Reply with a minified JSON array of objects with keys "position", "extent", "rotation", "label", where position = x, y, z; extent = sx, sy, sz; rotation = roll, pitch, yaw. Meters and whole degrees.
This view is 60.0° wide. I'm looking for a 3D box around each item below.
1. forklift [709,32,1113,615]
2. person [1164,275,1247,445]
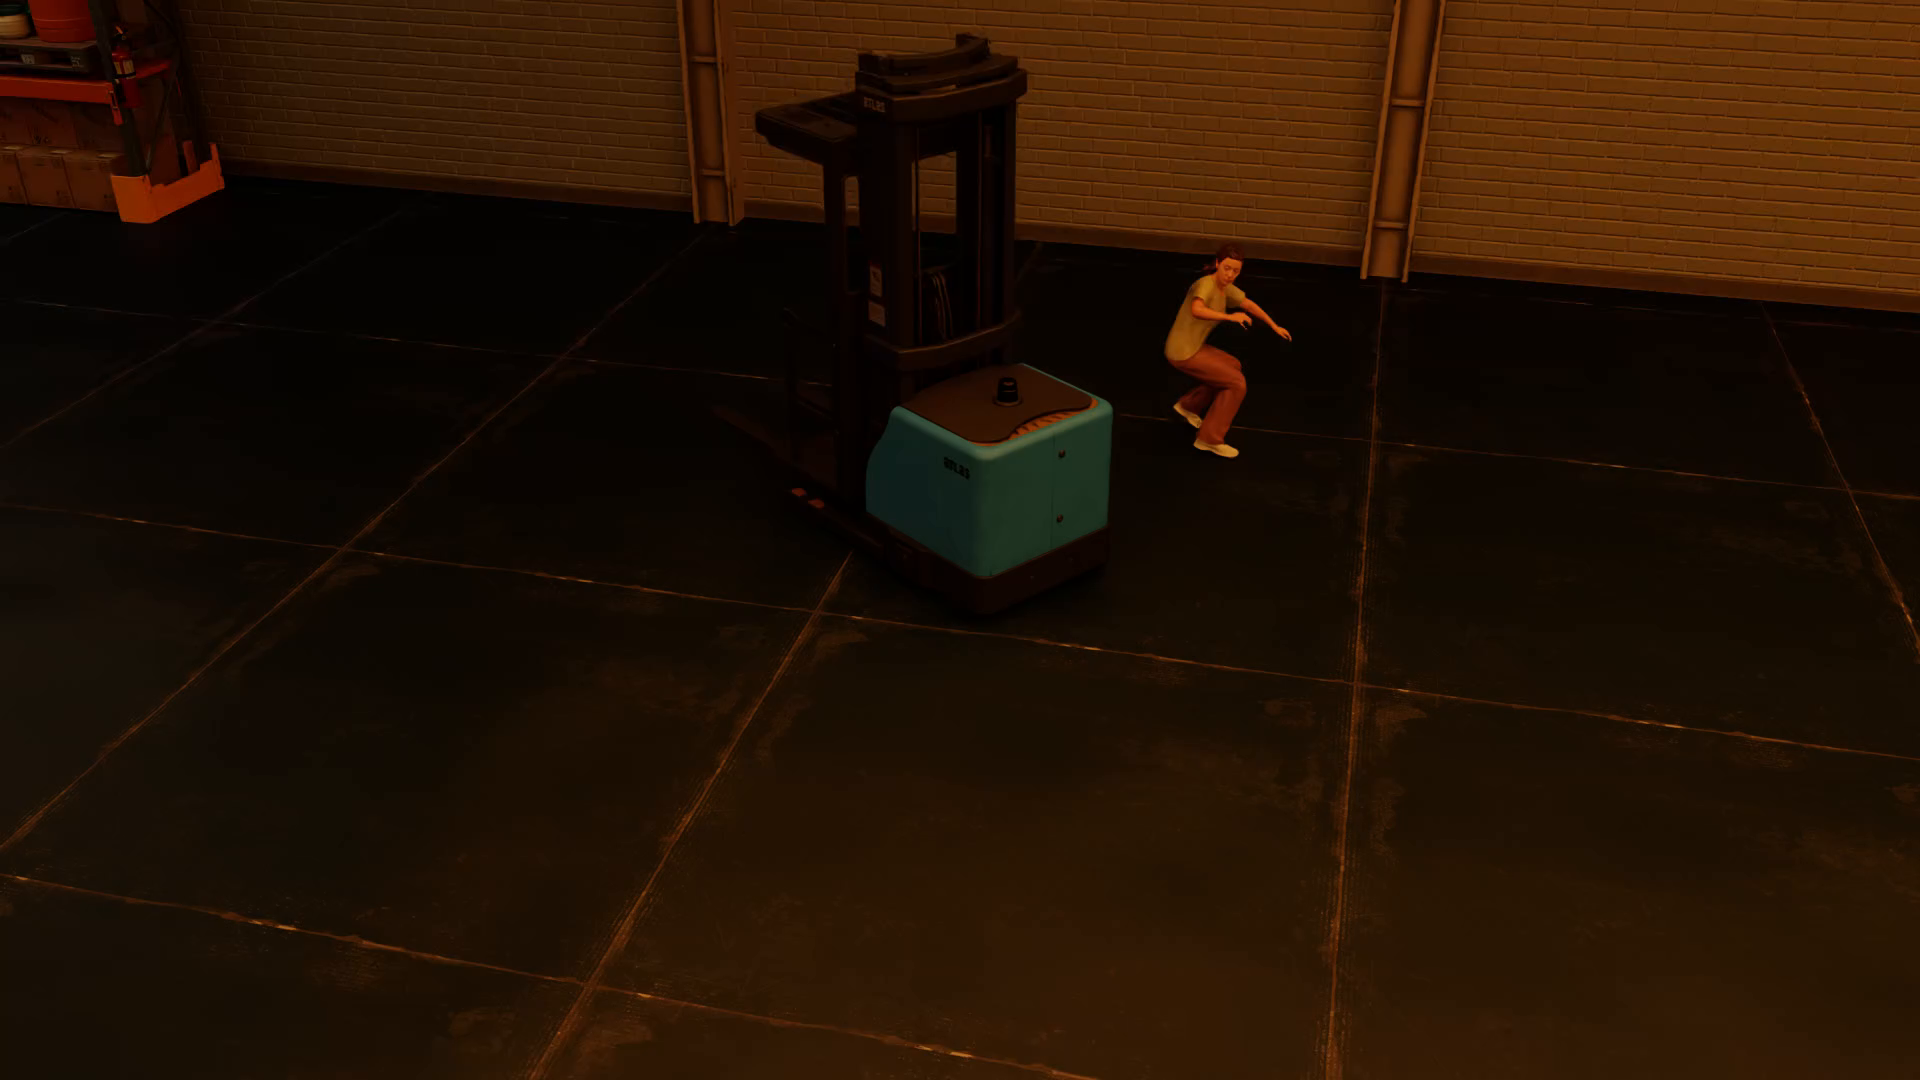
[{"position":[-0.462,-1.508,9.832],"extent":[1.130,2.935,3.031],"rotation":[-23,37,-34],"label":"forklift"},{"position":[1.641,-1.239,11.035],"extent":[0.564,1.097,0.593],"rotation":[6,30,10],"label":"person"}]
